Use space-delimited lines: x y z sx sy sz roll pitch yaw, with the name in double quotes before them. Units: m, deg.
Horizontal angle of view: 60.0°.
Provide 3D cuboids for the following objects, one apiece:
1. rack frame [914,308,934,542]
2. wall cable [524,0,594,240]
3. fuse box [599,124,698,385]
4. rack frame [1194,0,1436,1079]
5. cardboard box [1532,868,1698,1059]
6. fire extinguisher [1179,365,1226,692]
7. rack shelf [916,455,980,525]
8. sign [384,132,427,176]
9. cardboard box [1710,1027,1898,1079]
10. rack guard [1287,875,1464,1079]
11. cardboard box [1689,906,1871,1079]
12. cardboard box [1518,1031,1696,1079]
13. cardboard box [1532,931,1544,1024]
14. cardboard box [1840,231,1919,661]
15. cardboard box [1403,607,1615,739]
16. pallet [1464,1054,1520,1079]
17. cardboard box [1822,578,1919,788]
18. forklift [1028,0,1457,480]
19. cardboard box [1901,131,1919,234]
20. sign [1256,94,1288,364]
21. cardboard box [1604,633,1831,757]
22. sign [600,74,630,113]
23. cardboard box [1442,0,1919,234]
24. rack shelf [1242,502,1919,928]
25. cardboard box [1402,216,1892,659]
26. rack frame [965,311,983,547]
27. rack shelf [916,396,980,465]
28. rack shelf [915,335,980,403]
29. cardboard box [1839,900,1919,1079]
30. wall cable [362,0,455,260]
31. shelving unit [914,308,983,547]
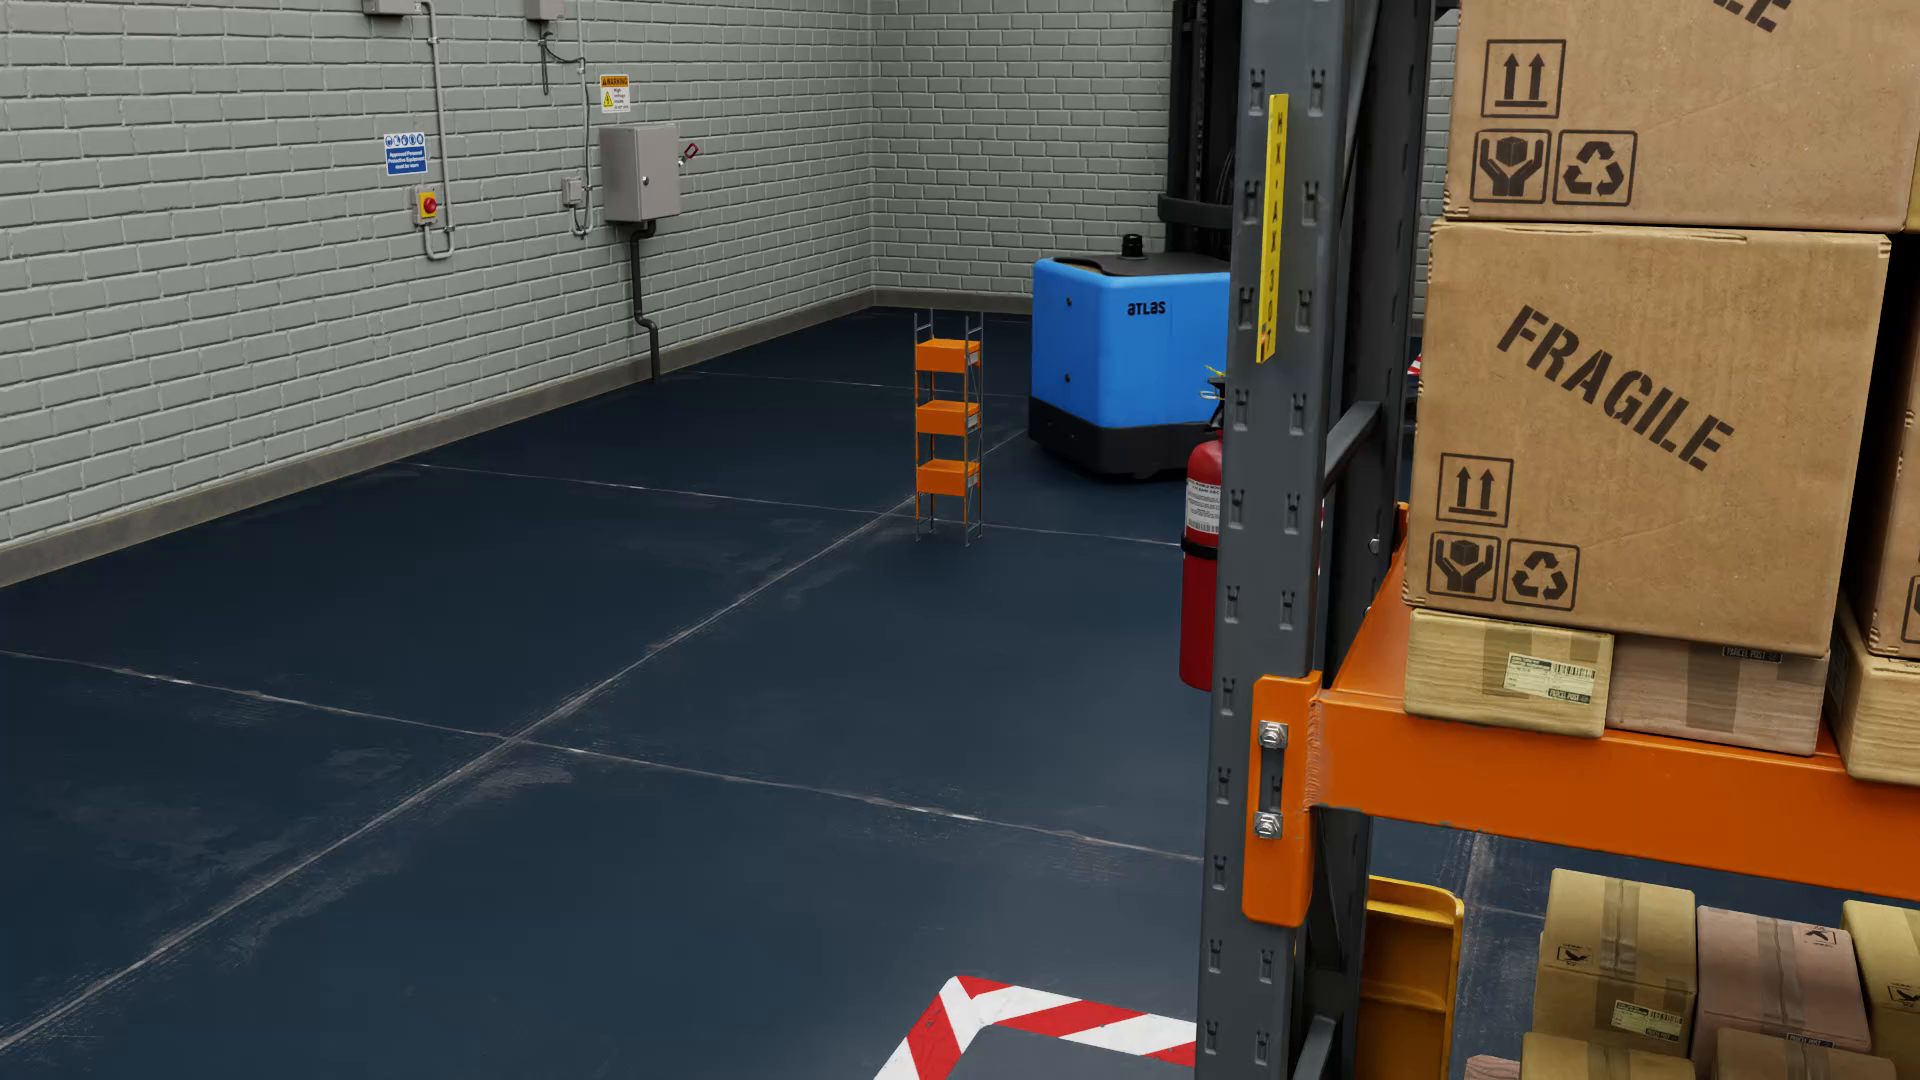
"rack frame" -0.163 -0.522 7.589 0.008 1.050 0.200 6 17 21
"wall cable" -2.432 -2.836 10.240 0.122 1.984 0.588 6 17 21
"fuse box" -2.035 -1.890 11.115 0.414 1.711 0.539 6 17 21
"rack frame" 0.589 -0.113 2.683 0.053 2.616 0.949 6 17 21
"cardboard box" 1.176 0.756 2.982 0.250 0.149 0.380 6 17 21
"fire extinguisher" 0.526 -0.043 3.250 0.183 0.674 0.296 6 17 21
"rack shelf" -0.050 -0.233 7.627 0.240 0.259 0.215 6 17 21
"sign" -3.016 -2.103 9.051 0.001 0.218 0.327 6 17 21
"cardboard box" 1.254 0.906 2.465 0.250 0.149 0.380 7 17 22
"rack guard" 0.661 1.094 3.008 0.348 0.500 1.175 6 17 21
"cardboard box" 1.389 0.797 2.842 0.250 0.149 0.380 7 17 22
"cardboard box" 0.953 0.909 2.454 0.250 0.149 0.380 5 17 18
"cardboard box" 1.186 0.890 3.053 0.250 0.149 0.380 6 17 19
"cardboard box" 1.414 -0.139 2.060 0.500 0.500 0.500 6 17 21
"cardboard box" 0.772 0.125 2.314 0.250 0.149 0.380 6 17 20
"pallet" 1.404 1.325 2.731 1.213 0.211 1.003 6 17 21
"cardboard box" 1.254 0.181 2.119 0.250 0.149 0.380 6 17 19
"forklift" 1.959 -1.959 9.163 3.031 2.935 1.130 -6 17 -20
"cardboard box" 1.383 -0.620 1.924 0.500 0.500 0.500 7 18 22
"sign" 0.392 -0.389 2.081 0.005 0.325 0.100 6 17 21
"cardboard box" 1.024 0.140 2.262 0.250 0.149 0.380 7 18 23
"sign" -2.248 -2.912 10.844 0.001 0.242 0.339 6 17 21
"cardboard box" 0.911 -0.670 2.096 0.500 0.500 0.500 6 17 20
"rack shelf" 2.451 0.436 2.082 4.000 0.370 1.077 6 17 21
"cardboard box" 0.907 -0.187 2.226 0.500 0.500 0.500 7 18 23
"rack frame" 0.064 -0.497 7.503 0.008 1.050 0.200 6 17 21
"rack shelf" -0.050 -0.499 7.549 0.240 0.259 0.215 6 17 21
"rack shelf" -0.050 -0.772 7.470 0.240 0.259 0.215 6 17 21
"cardboard box" 1.676 0.790 2.865 0.250 0.149 0.380 6 17 19
"wall cable" -2.941 -2.482 8.964 0.123 1.953 0.585 6 17 21
"shelving unit" -0.050 -0.510 7.546 0.252 1.050 0.215 6 17 21
